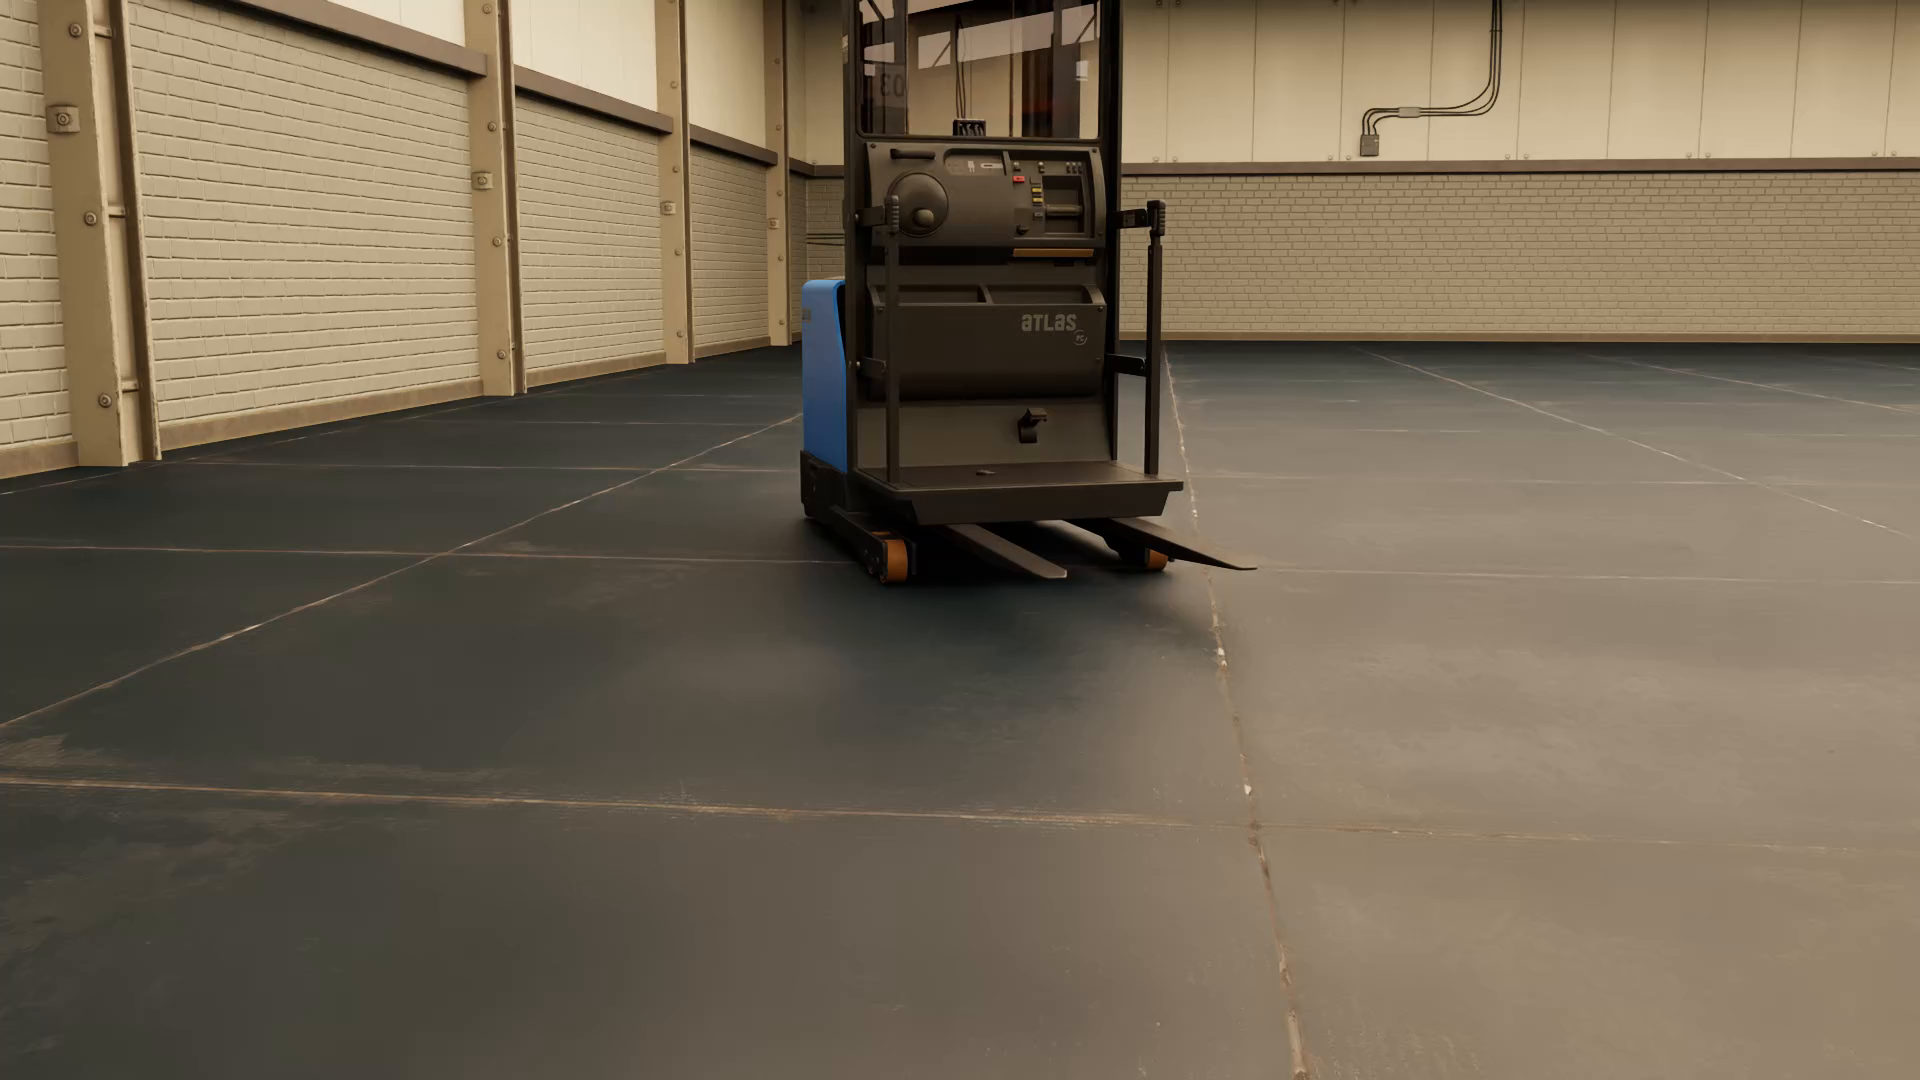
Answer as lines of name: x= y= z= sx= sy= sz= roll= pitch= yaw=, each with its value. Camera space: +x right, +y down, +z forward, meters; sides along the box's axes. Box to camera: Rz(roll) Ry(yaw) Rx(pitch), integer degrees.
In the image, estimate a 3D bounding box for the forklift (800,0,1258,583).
forklift: x=0.164 y=-1.357 z=6.148 sx=1.130 sy=2.935 sz=3.031 roll=-2 pitch=9 yaw=-15
